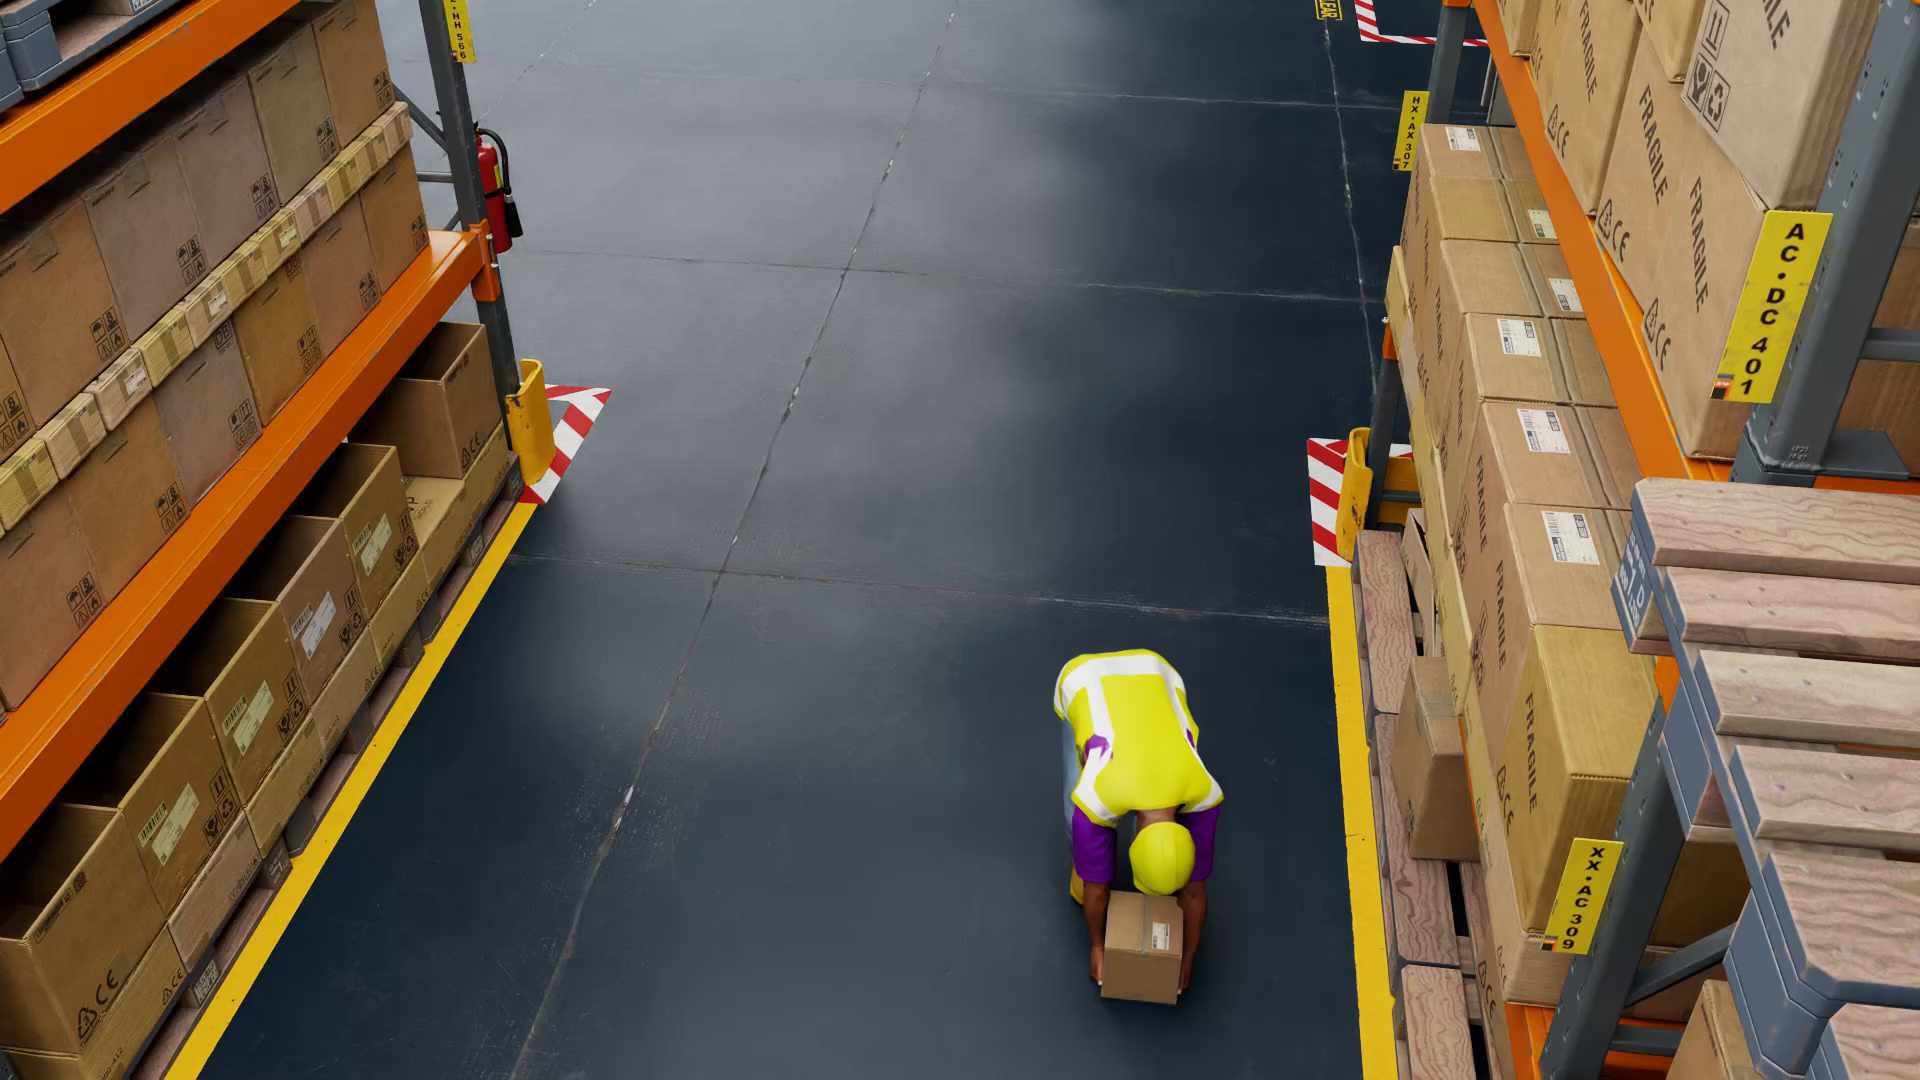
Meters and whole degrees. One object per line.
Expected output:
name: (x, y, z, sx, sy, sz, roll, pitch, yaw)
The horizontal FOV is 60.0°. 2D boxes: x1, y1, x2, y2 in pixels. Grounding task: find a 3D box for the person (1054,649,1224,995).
person: (0.593, 0.925, 5.597, 0.507, 0.907, 0.978, -5, 36, -6)
